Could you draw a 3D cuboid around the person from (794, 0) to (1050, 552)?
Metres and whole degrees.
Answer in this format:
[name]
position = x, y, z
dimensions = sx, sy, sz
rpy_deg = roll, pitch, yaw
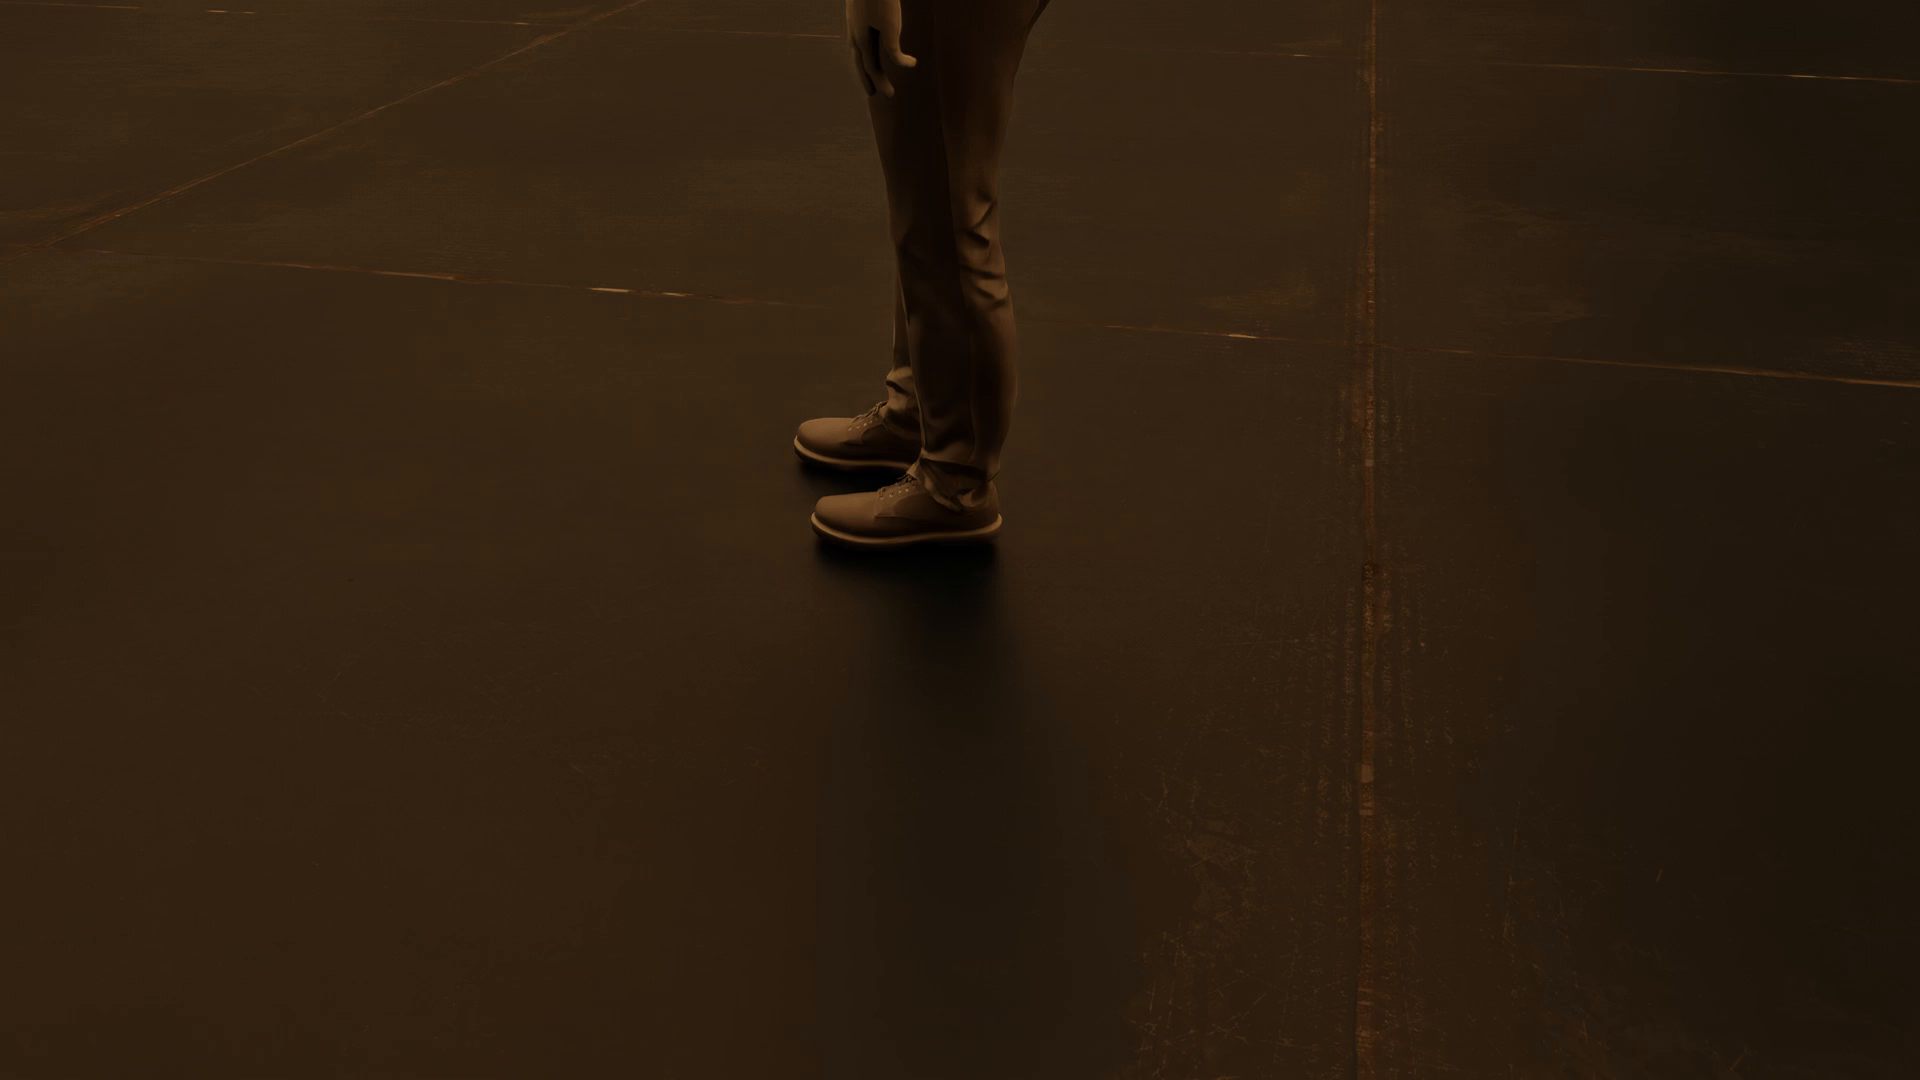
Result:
[person]
position = -0.065, -0.772, 2.134
dimensions = 0.531, 1.695, 0.587
rpy_deg = 6, 27, 11
